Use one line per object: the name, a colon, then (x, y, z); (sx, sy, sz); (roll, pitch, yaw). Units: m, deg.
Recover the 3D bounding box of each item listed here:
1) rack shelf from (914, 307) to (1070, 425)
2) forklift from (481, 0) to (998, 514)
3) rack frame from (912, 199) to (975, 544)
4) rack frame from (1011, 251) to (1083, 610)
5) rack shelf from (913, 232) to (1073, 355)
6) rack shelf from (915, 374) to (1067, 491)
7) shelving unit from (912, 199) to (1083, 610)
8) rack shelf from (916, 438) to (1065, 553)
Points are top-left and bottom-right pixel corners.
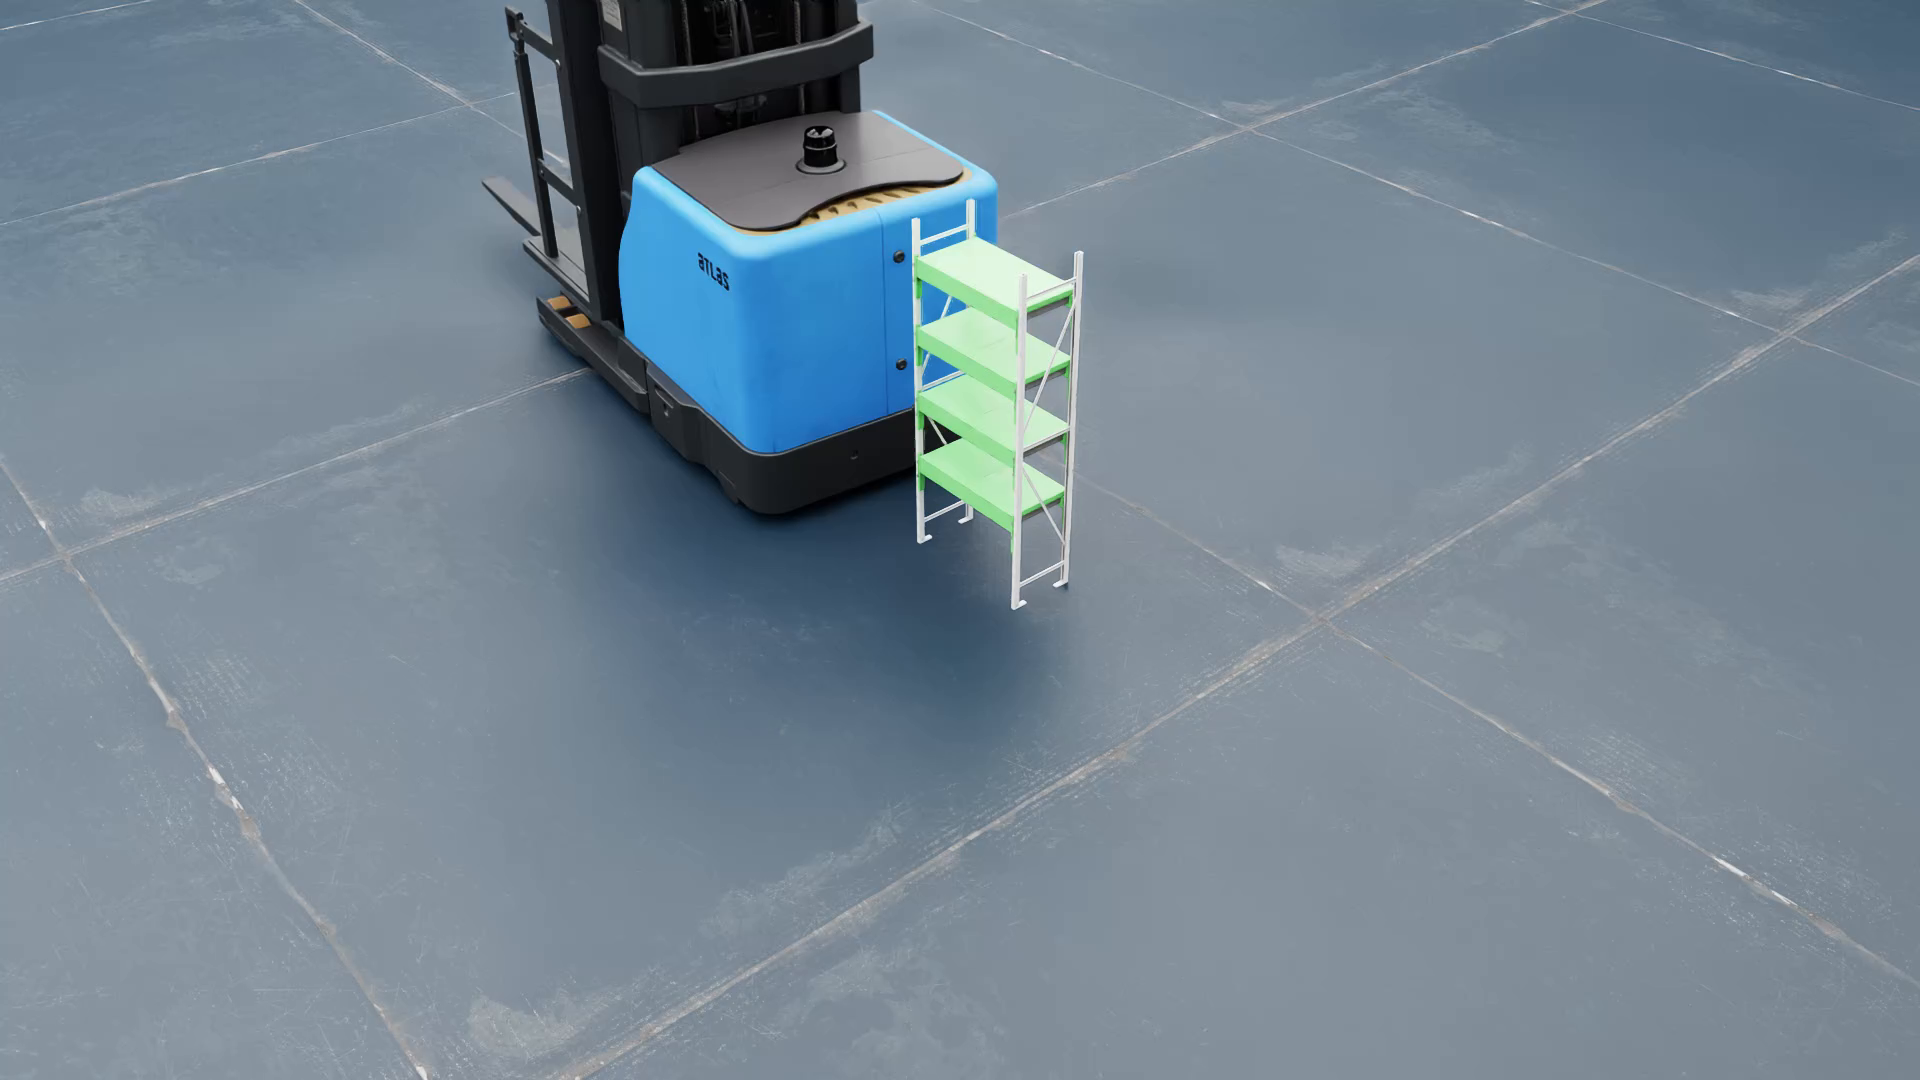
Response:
rack shelf: (0.107, -0.560, 5.198); (0.258, 0.148, 0.480); (-26, 43, -32)
forklift: (-1.102, -2.095, 6.172); (1.130, 2.935, 3.031); (-22, 41, -27)
rack frame: (-0.051, -0.524, 5.452); (0.240, 1.200, 0.015); (-26, 43, -32)
rack frame: (0.264, -0.309, 5.148); (0.240, 1.200, 0.015); (-26, 43, -32)
rack shelf: (0.107, -0.756, 5.060); (0.258, 0.148, 0.480); (-26, 43, -32)
rack shelf: (0.107, -0.364, 5.337); (0.258, 0.148, 0.480); (-26, 43, -32)
shelving unit: (0.107, -0.417, 5.300); (0.258, 1.200, 0.503); (-26, 43, -32)
rack shelf: (0.107, -0.169, 5.476); (0.258, 0.148, 0.480); (-26, 43, -32)
